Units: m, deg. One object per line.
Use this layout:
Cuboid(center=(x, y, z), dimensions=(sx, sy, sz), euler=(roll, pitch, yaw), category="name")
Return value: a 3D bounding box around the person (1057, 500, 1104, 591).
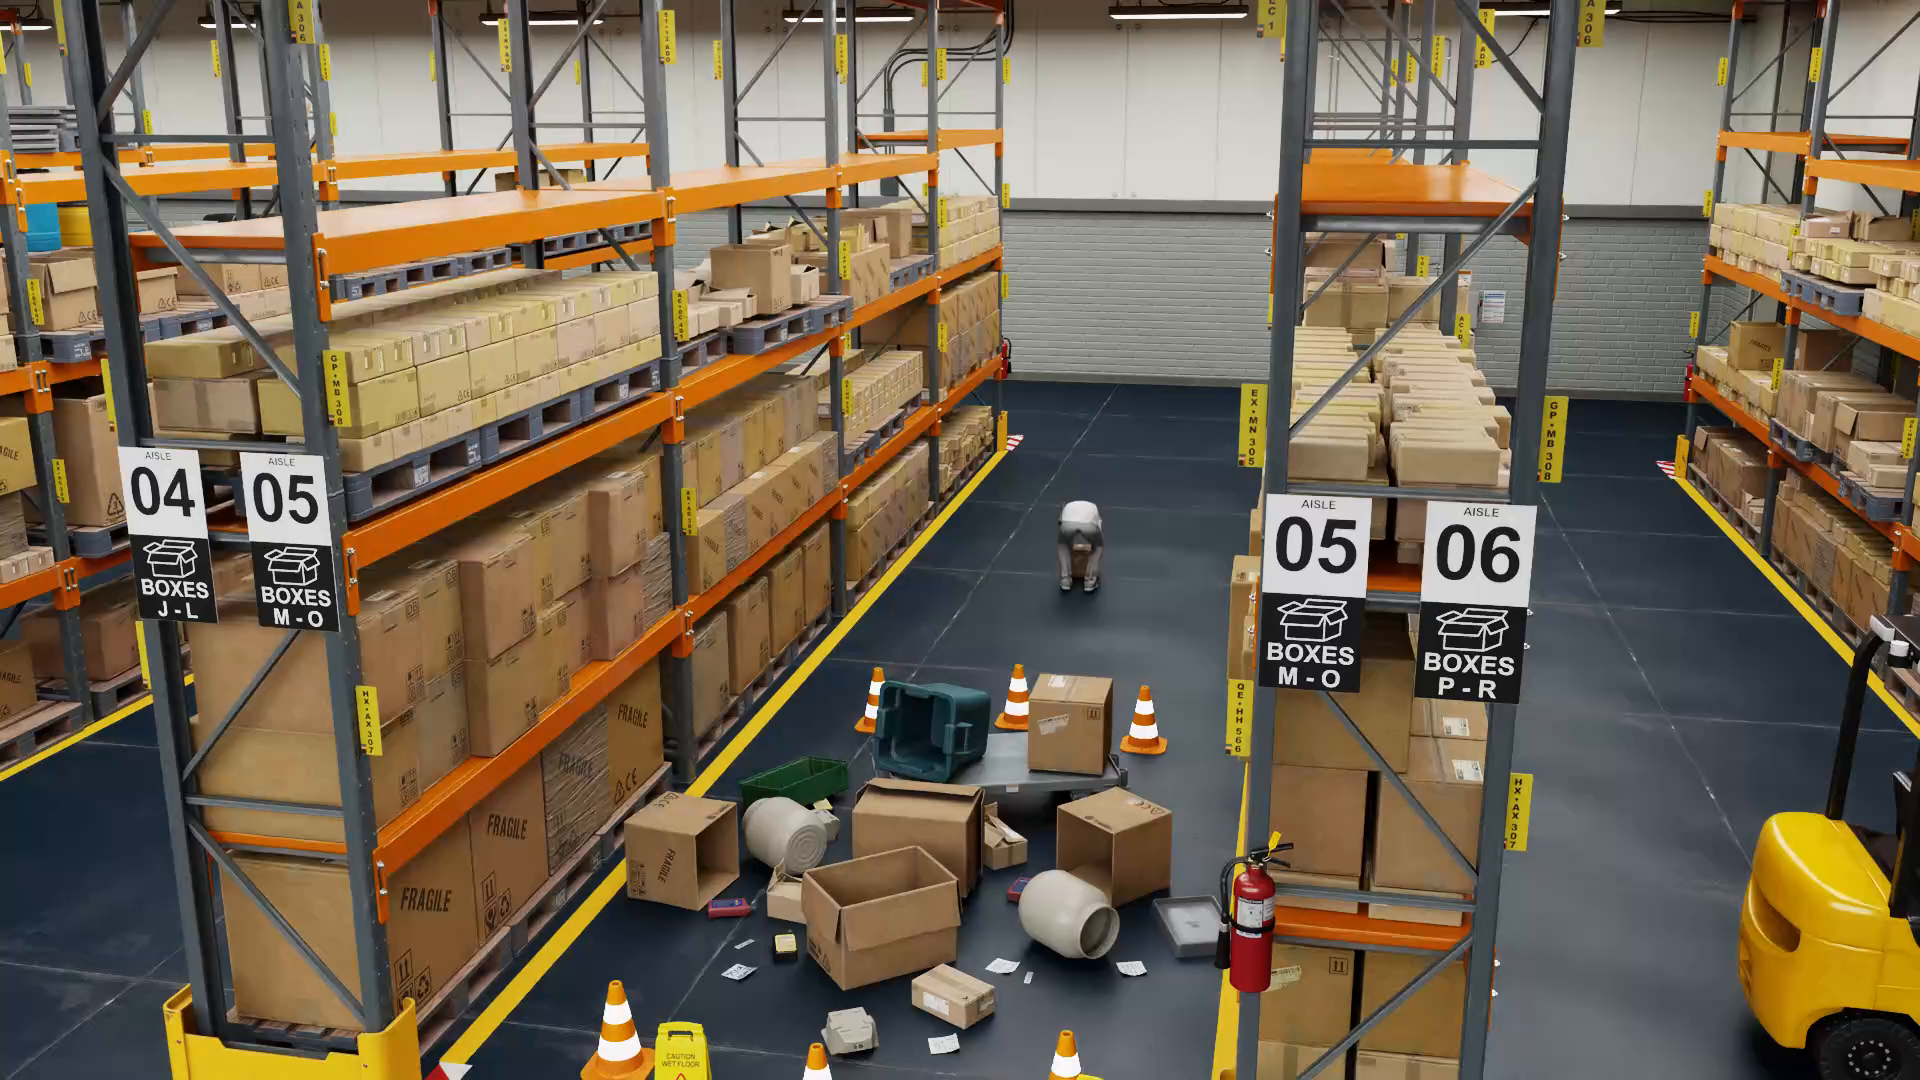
Cuboid(center=(1.196, 0.010, 16.495), dimensions=(0.460, 0.889, 0.879), euler=(2, 15, 9), category="person")
